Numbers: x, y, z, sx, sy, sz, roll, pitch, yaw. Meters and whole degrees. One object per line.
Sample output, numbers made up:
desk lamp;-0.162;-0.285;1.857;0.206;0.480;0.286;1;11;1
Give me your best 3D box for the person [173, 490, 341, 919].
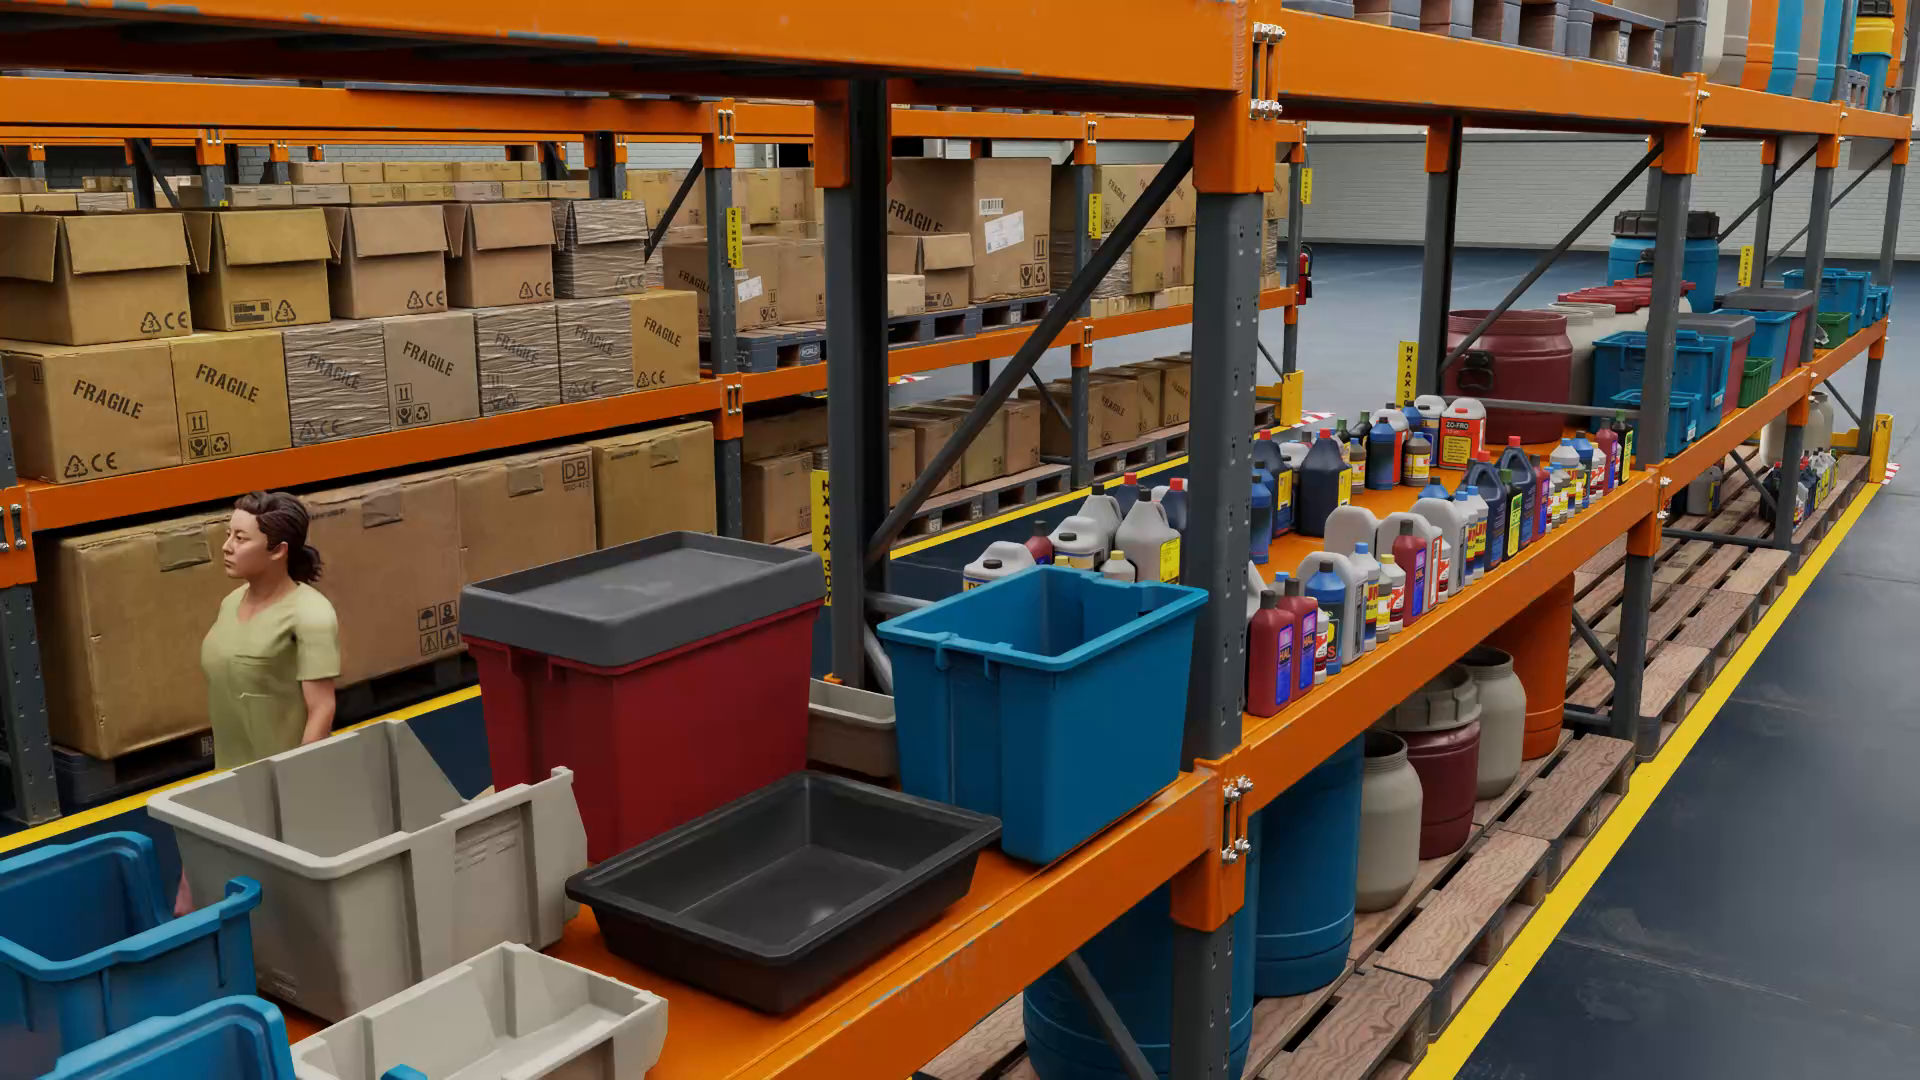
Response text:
person;-1.898;0.671;4.588;0.450;1.618;1.026;6;14;23
